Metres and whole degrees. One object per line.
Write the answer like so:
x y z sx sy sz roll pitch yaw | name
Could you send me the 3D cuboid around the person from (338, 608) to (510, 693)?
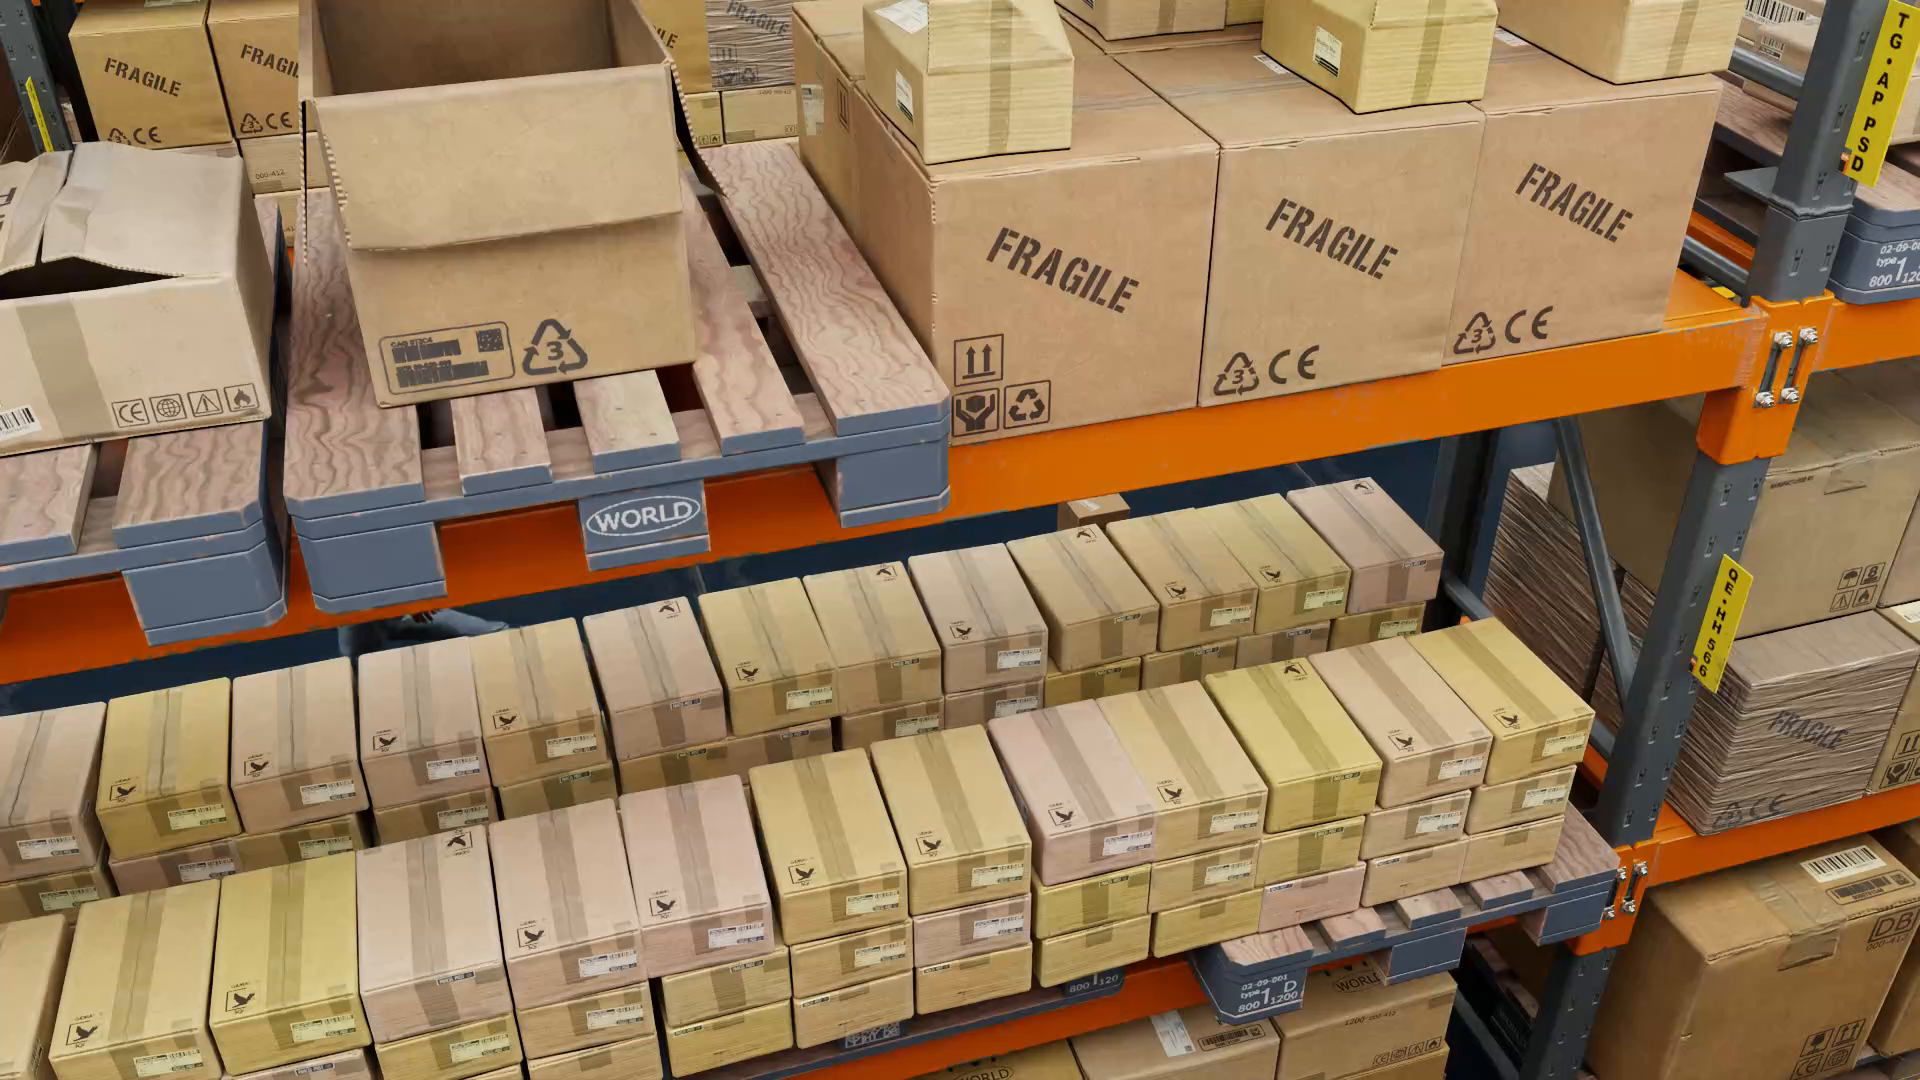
-2.089 0.016 6.081 0.839 1.743 0.579 -17 37 -24 | person
